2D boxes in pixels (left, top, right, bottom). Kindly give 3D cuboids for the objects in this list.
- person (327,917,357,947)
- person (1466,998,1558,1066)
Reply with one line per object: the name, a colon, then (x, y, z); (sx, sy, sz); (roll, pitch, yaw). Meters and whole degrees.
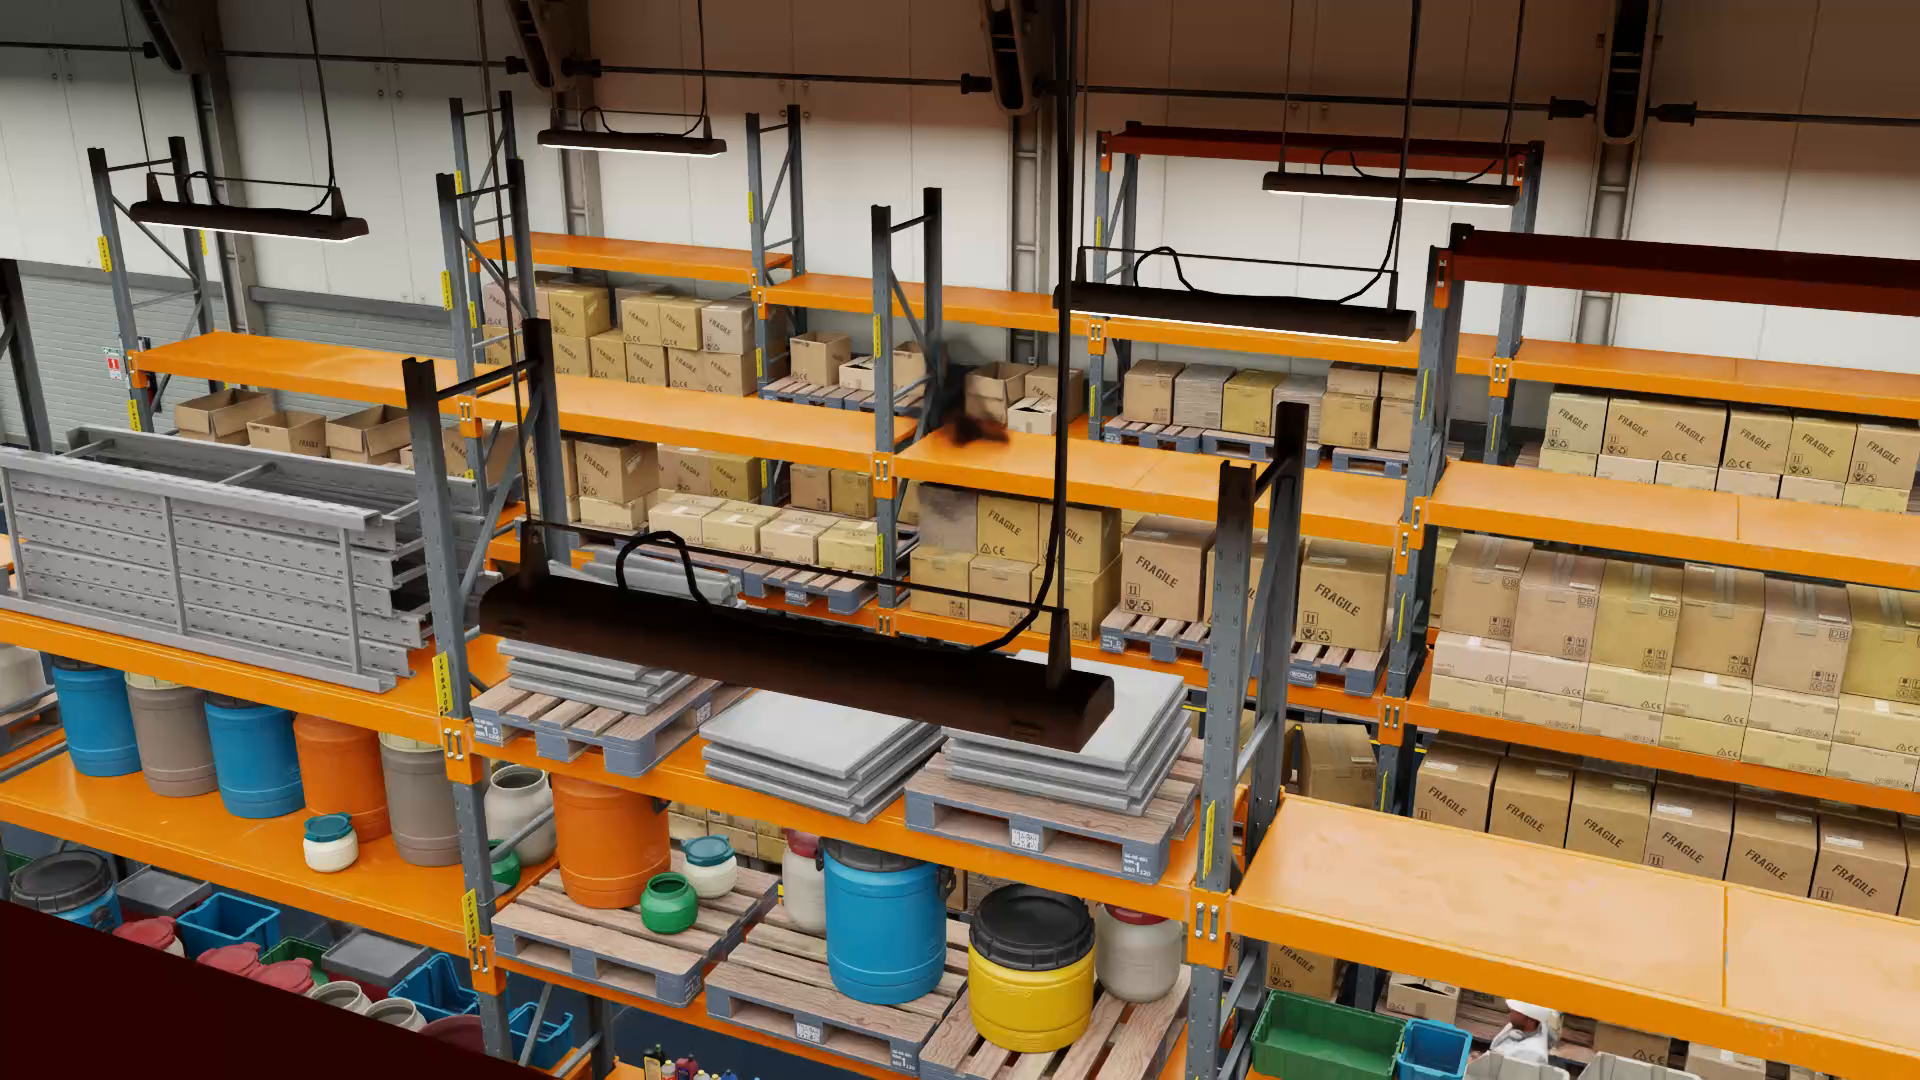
person: (-4.759, 2.805, 12.813); (0.760, 1.755, 0.584); (10, 23, 24)
person: (3.513, 3.601, 10.544); (0.832, 1.820, 0.635); (3, 21, 8)
